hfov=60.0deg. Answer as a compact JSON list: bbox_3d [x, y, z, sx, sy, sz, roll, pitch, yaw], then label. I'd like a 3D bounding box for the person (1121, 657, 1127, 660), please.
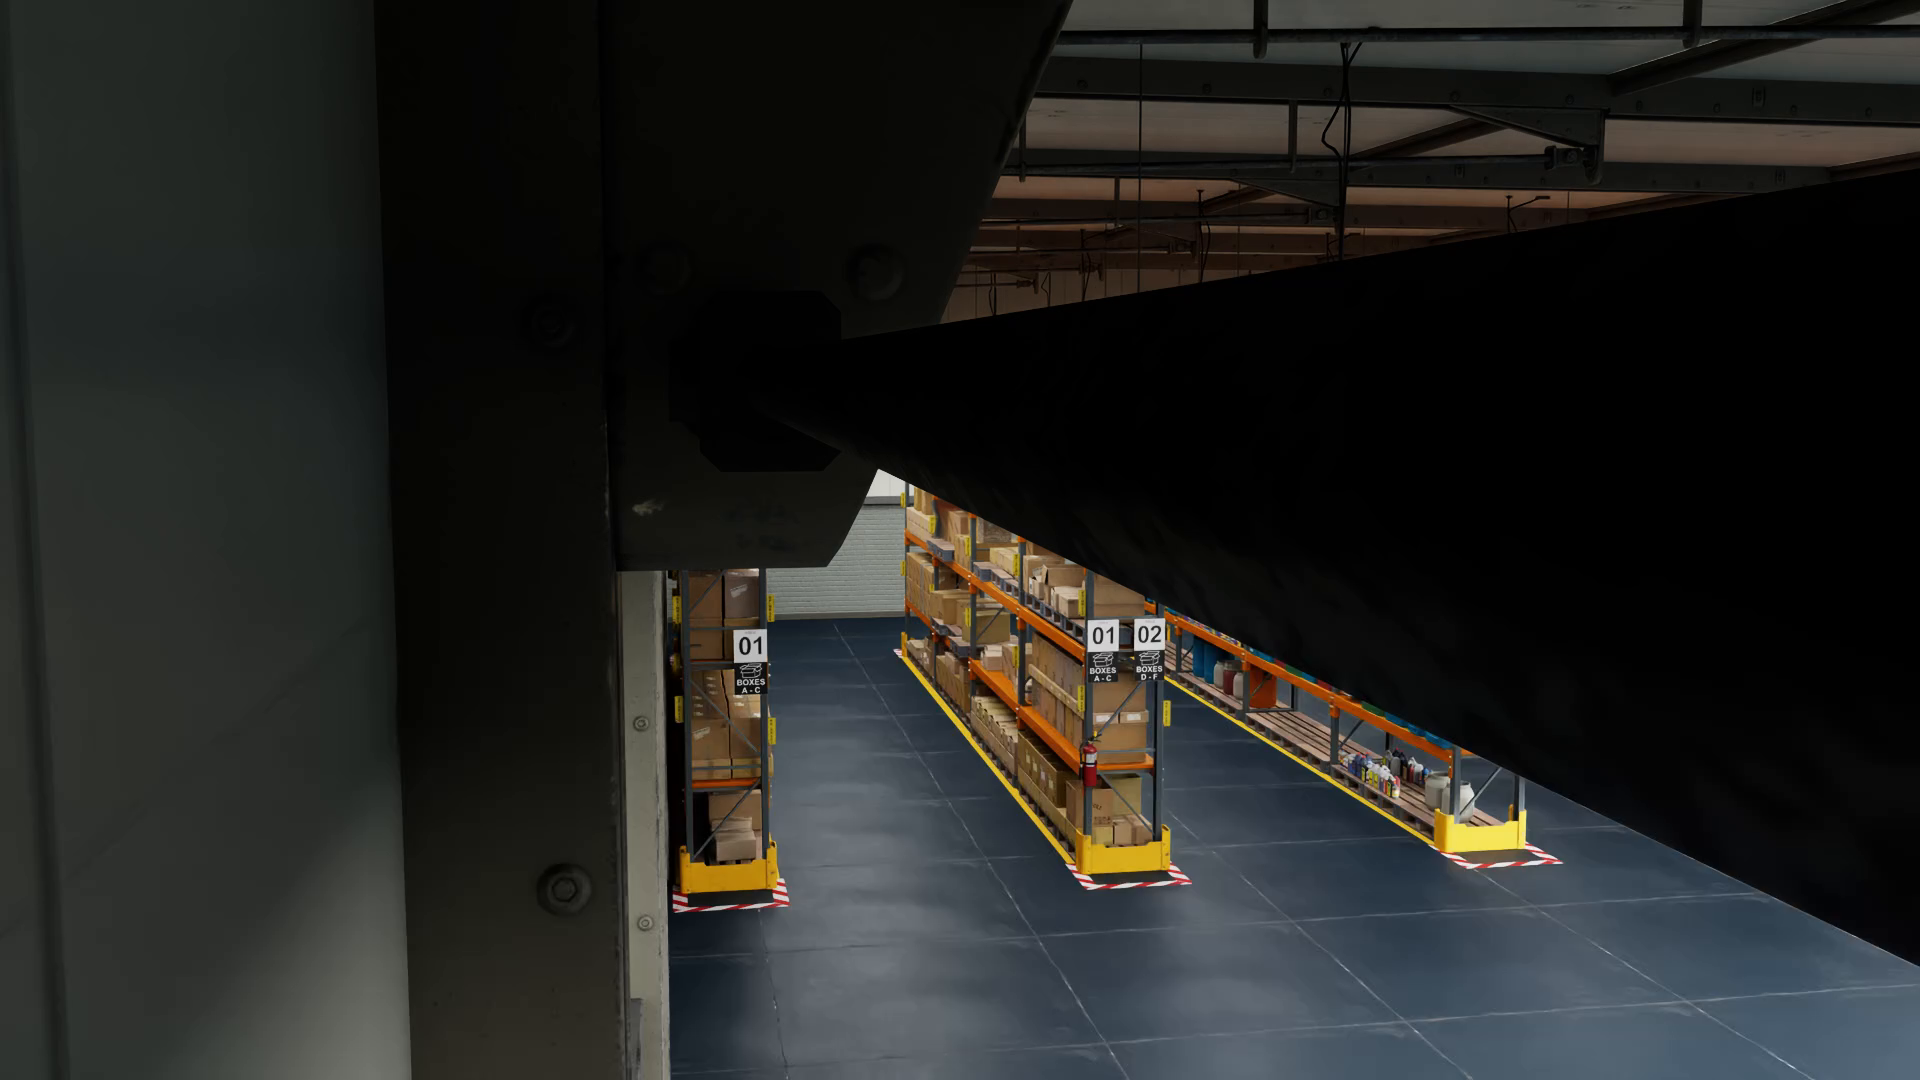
[{"bbox_3d":[2.862,2.102,30.665,0.481,1.545,0.965,0,6,-3],"label":"person"}]
